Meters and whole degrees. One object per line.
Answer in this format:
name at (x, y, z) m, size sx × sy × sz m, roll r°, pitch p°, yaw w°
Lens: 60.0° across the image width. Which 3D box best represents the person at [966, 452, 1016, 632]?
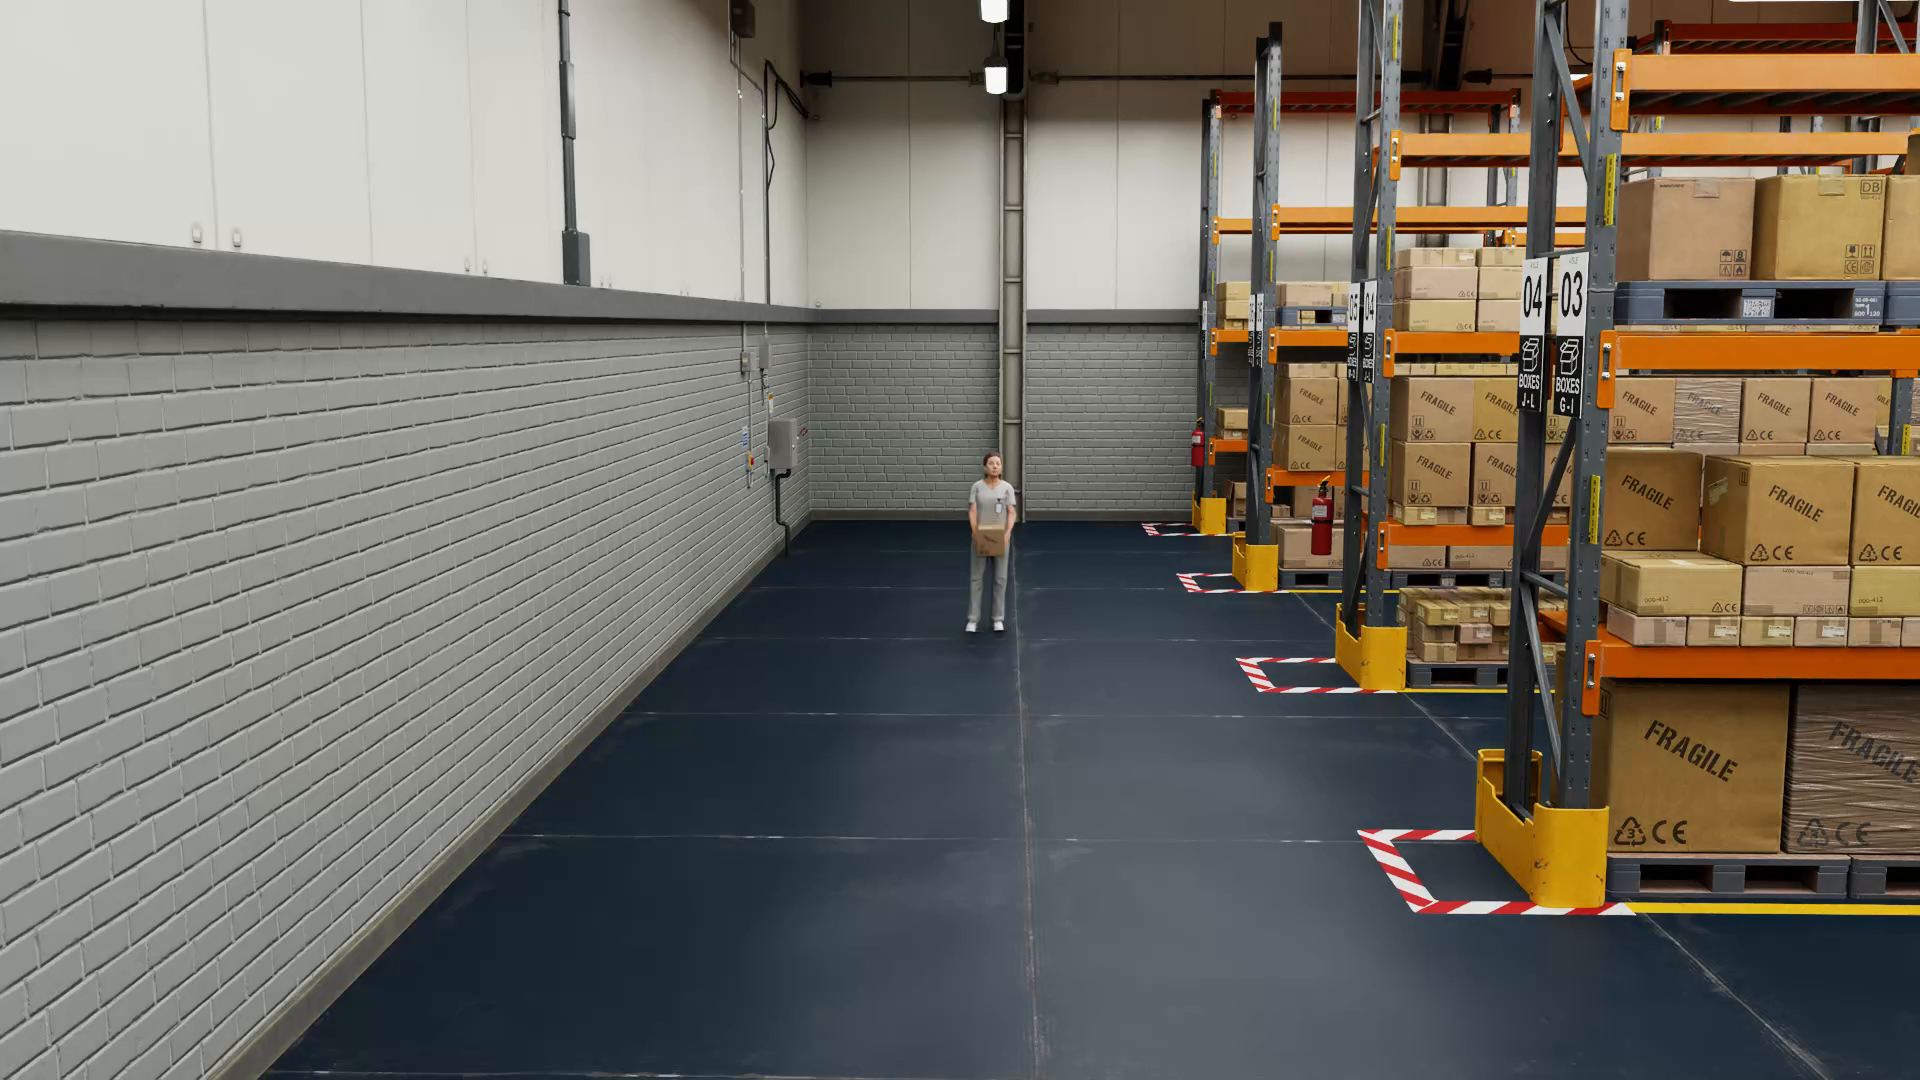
person at (0.292, 0.015, 15.652) m, size 0.480 × 1.677 × 0.497 m, roll 0°, pitch 7°, yaw 0°
